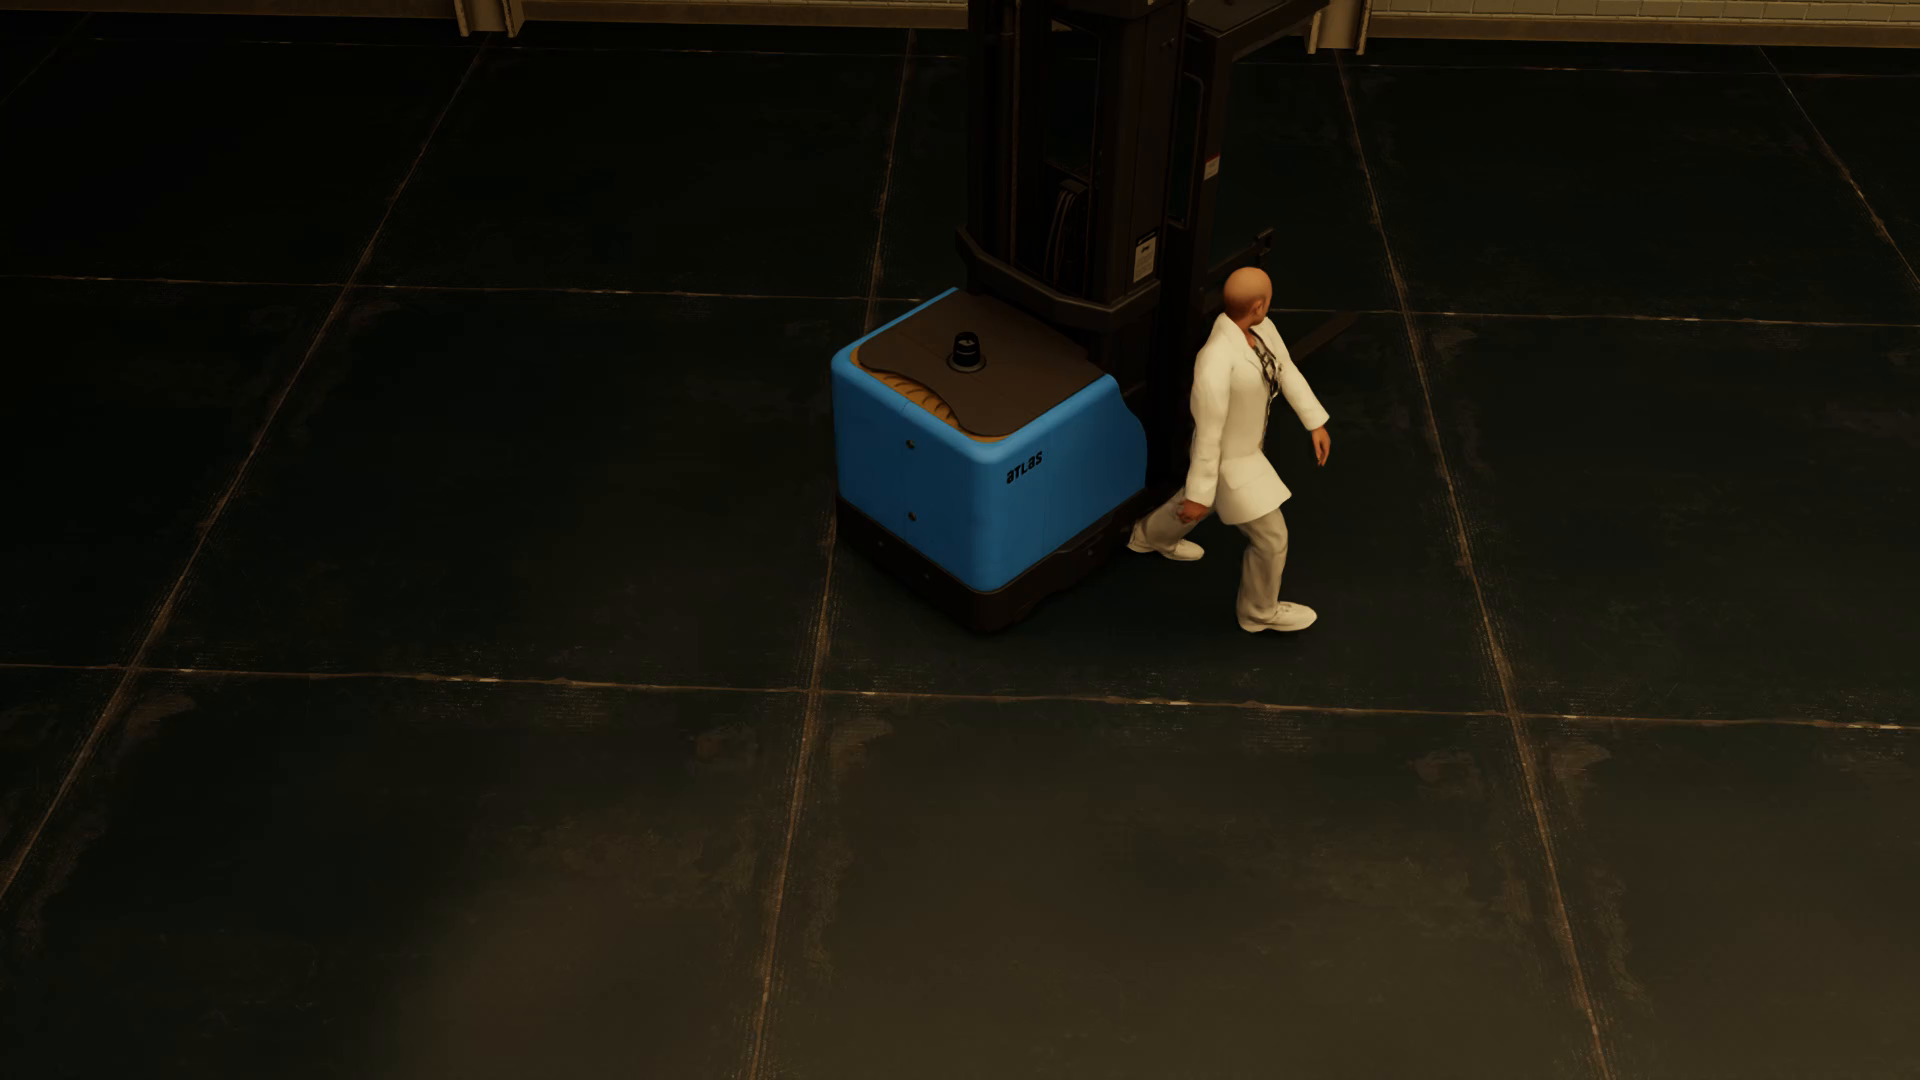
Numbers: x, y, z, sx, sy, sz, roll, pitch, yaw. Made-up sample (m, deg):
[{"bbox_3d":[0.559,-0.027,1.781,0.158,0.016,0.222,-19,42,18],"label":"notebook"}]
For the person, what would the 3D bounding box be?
[{"bbox_3d":[1.167,-0.351,7.066,0.927,1.712,0.739,11,43,11],"label":"person"}]

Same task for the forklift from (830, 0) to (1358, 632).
[{"bbox_3d":[0.821,-1.559,7.450,3.031,2.935,1.130,-34,52,-31],"label":"forklift"}]
